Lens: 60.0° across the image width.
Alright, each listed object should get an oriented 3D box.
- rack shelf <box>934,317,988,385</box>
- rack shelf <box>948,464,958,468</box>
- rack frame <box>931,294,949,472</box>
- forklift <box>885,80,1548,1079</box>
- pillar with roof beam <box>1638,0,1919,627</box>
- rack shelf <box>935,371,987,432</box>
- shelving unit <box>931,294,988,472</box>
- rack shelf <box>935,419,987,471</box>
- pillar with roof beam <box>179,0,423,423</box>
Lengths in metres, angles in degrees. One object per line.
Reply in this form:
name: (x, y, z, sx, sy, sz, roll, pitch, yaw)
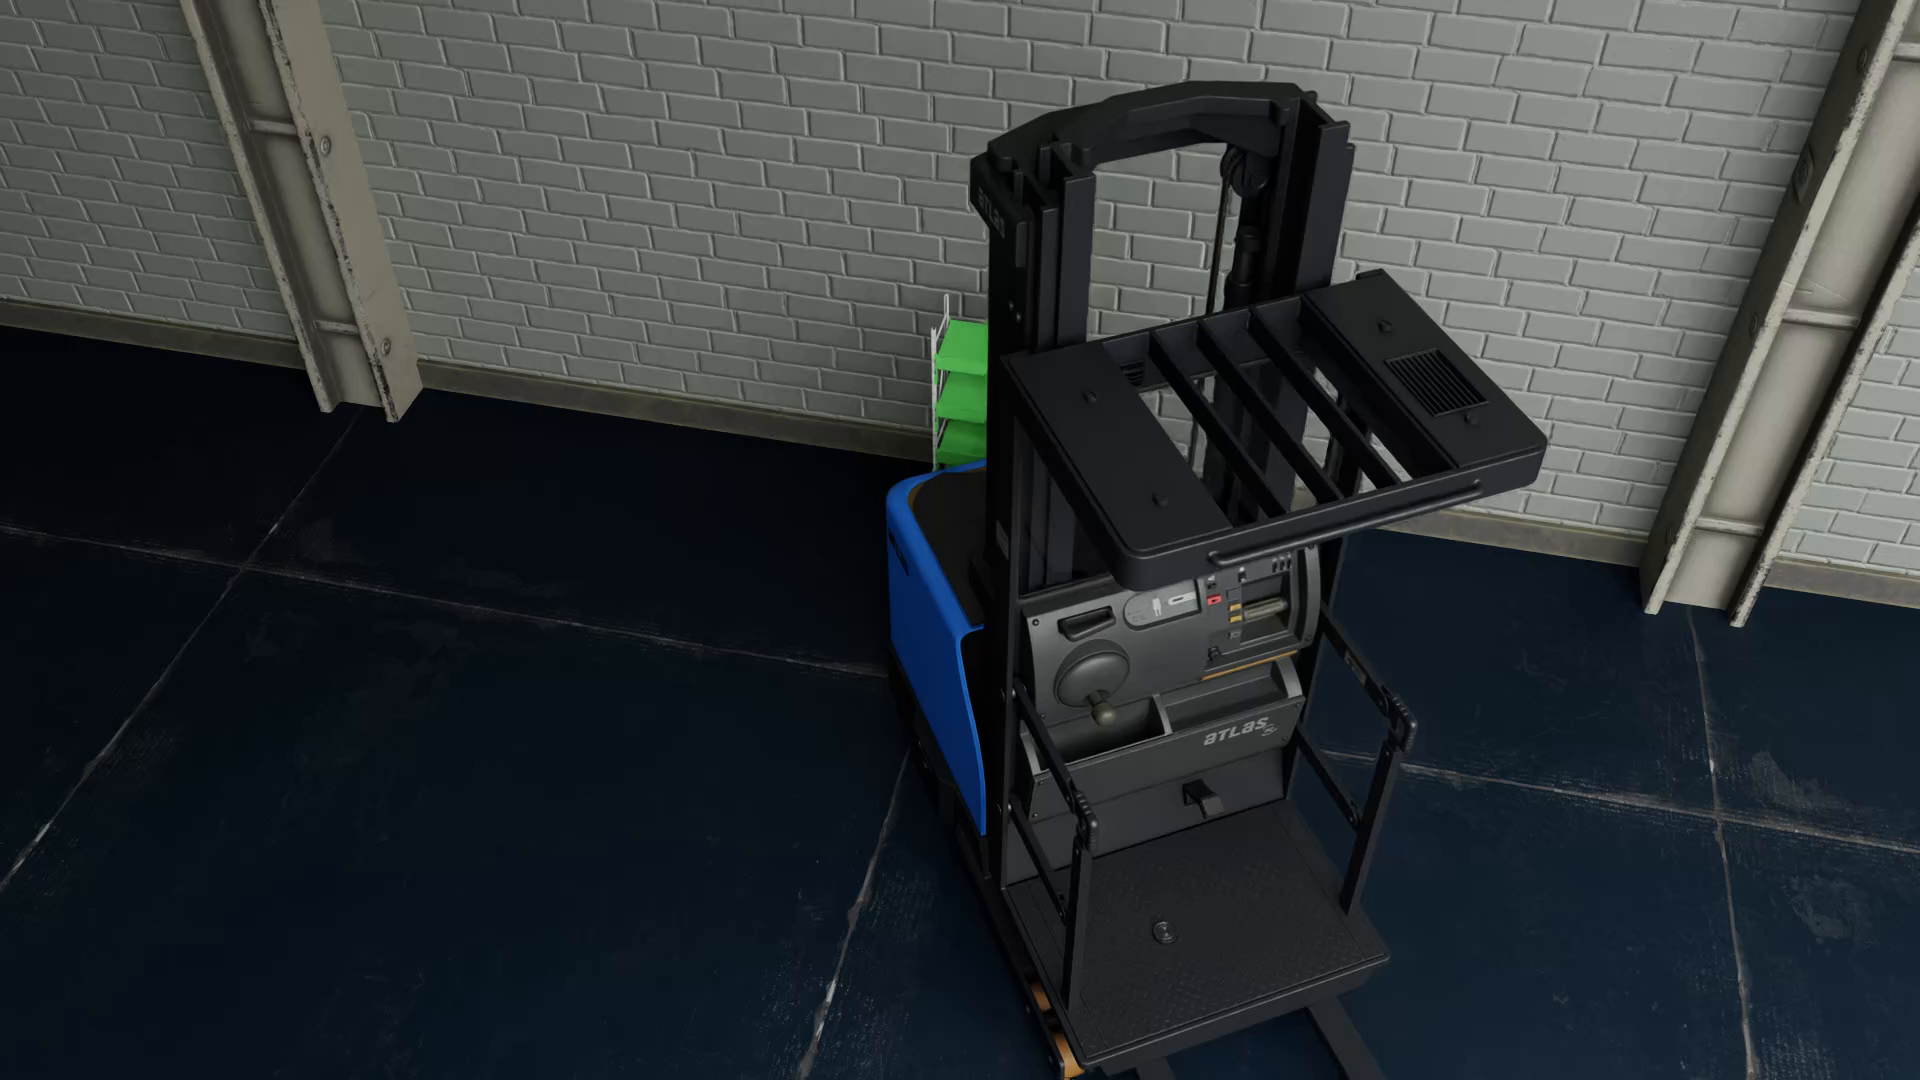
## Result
rack shelf: (0.162, -0.707, 6.479, 0.480, 0.148, 0.258, 9, 45, 9)
rack shelf: (0.162, -0.188, 6.979, 0.480, 0.148, 0.258, 9, 45, 9)
rack frame: (-0.077, -0.444, 6.806, 0.015, 1.200, 0.240, 9, 45, 9)
forklift: (0.711, 0.355, 4.727, 1.130, 2.935, 3.031, -15, 46, -15)
pillar with roof beam: (2.122, -0.103, 0.828, 0.400, 9.000, 9.100, 9, 45, 9)
rack shelf: (0.162, -0.534, 6.646, 0.480, 0.148, 0.258, 9, 45, 9)
shelving unit: (0.162, -0.407, 6.768, 0.503, 1.200, 0.258, 9, 45, 9)
rack shelf: (0.162, -0.361, 6.812, 0.480, 0.148, 0.258, 9, 45, 9)
pillar with roof beam: (-3.734, -1.011, 1.772, 0.400, 9.000, 9.100, 9, 45, 9)
